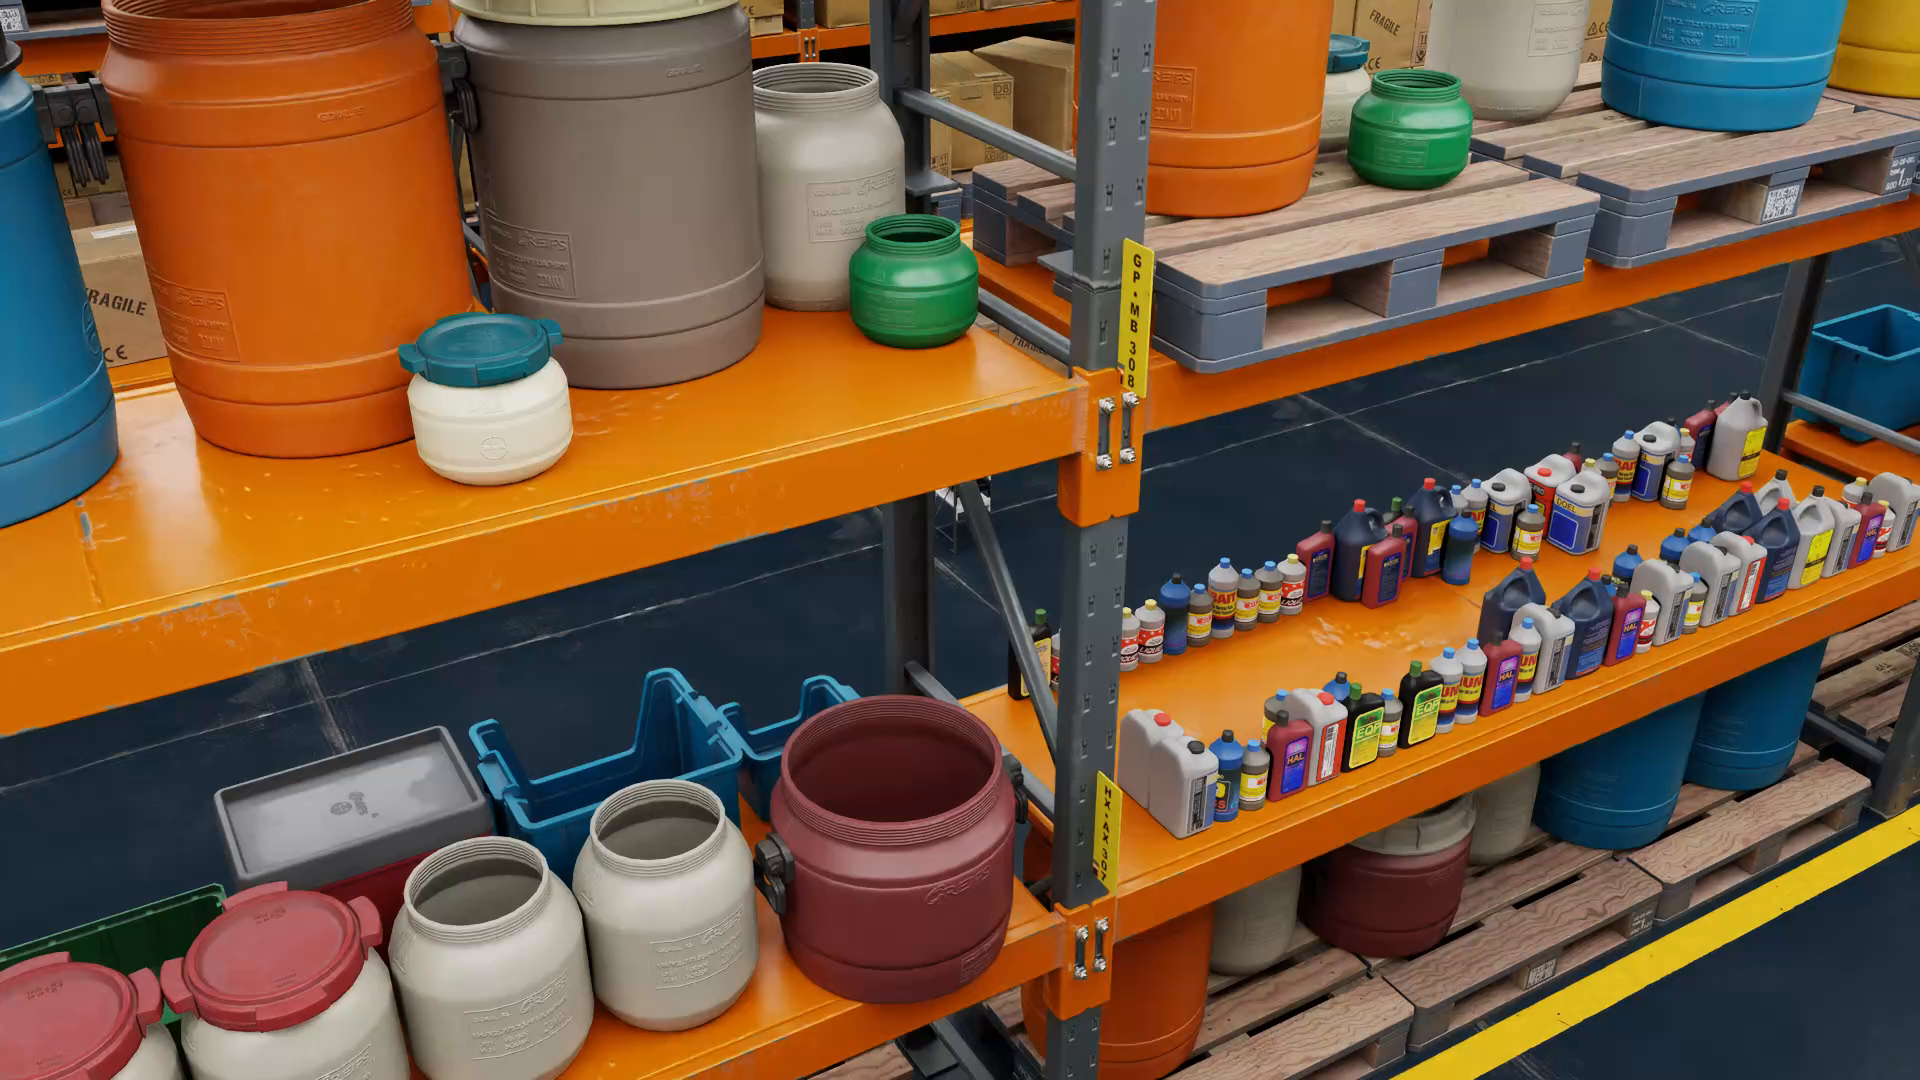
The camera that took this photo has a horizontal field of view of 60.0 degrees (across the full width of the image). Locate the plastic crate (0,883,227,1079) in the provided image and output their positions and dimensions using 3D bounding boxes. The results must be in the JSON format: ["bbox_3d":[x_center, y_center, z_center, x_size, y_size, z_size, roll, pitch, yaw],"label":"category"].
[{"bbox_3d":[-2.008,1.105,3.863,0.662,0.188,0.450,-16,33,-26],"label":"plastic crate"}]

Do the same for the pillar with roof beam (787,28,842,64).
[{"bbox_3d":[0.858,-5.894,10.117,0.400,9.000,9.100,-16,33,-26],"label":"pillar with roof beam"}]

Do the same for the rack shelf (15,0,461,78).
[{"bbox_3d":[-4.148,-1.996,6.903,4.000,0.370,1.077,-16,33,-26],"label":"rack shelf"}]

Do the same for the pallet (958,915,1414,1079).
[{"bbox_3d":[0.741,1.587,5.656,1.213,0.211,1.003,-16,33,-26],"label":"pallet"}]

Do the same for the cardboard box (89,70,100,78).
[{"bbox_3d":[-5.805,-3.519,11.464,0.500,0.500,0.700,-19,34,-31],"label":"cardboard box"}]

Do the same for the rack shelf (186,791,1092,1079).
[{"bbox_3d":[-1.642,1.381,3.887,4.000,0.370,1.077,-16,33,-26],"label":"rack shelf"}]

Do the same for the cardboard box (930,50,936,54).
[{"bbox_3d":[-0.337,-4.285,14.891,0.250,0.149,0.380,-17,33,-28],"label":"cardboard box"}]

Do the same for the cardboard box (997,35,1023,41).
[{"bbox_3d":[0.543,-4.535,15.344,0.250,0.149,0.380,-15,32,-26],"label":"cardboard box"}]

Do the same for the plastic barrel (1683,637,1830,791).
[{"bbox_3d":[3.053,0.458,6.552,0.708,0.901,0.600,-16,33,-26],"label":"plastic barrel"}]

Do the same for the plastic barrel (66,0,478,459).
[{"bbox_3d":[-1.300,-0.654,3.282,0.708,0.830,0.600,-16,33,-26],"label":"plastic barrel"}]

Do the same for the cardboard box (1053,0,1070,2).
[{"bbox_3d":[0.904,-5.328,14.990,0.700,0.700,0.980,-16,33,-27],"label":"cardboard box"}]

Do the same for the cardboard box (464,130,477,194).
[{"bbox_3d":[-3.478,-3.130,13.108,0.750,0.750,0.750,-16,33,-27],"label":"cardboard box"}]

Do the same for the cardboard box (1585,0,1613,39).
[{"bbox_3d":[4.229,-3.704,11.219,0.500,0.500,0.500,-16,33,-27],"label":"cardboard box"}]

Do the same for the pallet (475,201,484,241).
[{"bbox_3d":[-1.875,-1.599,8.741,1.003,0.211,1.213,-16,33,-26],"label":"pallet"}]

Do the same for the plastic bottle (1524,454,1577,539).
[{"bbox_3d":[2.141,-0.167,6.076,0.135,0.276,0.152,-16,33,-26],"label":"plastic bottle"}]

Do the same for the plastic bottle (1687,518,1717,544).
[{"bbox_3d":[2.526,0.050,5.687,0.097,0.271,0.097,0,29,0],"label":"plastic bottle"}]

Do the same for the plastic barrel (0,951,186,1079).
[{"bbox_3d":[-1.798,1.174,3.378,0.433,0.535,0.433,0,29,0],"label":"plastic barrel"}]

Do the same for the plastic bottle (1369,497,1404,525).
[{"bbox_3d":[1.475,-0.007,5.778,0.133,0.283,0.061,-16,33,-26],"label":"plastic bottle"}]

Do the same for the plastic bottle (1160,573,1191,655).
[{"bbox_3d":[0.690,0.231,5.359,0.097,0.271,0.097,0,29,0],"label":"plastic bottle"}]

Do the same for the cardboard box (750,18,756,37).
[{"bbox_3d":[-1.842,-4.156,13.416,0.250,0.149,0.380,-15,32,-25],"label":"cardboard box"}]

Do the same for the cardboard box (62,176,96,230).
[{"bbox_3d":[-6.448,-2.240,11.835,0.500,0.500,0.700,-16,33,-27],"label":"cardboard box"}]

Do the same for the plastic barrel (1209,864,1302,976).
[{"bbox_3d":[0.937,1.180,5.648,0.421,0.512,0.421,0,29,0],"label":"plastic barrel"}]

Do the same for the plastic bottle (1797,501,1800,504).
[{"bbox_3d":[2.961,-0.042,5.928,0.097,0.201,0.097,0,29,0],"label":"plastic bottle"}]

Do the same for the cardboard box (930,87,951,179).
[{"bbox_3d":[-0.467,-2.236,9.160,0.700,0.500,0.500,26,38,38],"label":"cardboard box"}]

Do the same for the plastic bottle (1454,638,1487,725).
[{"bbox_3d":[1.530,0.419,5.020,0.097,0.271,0.097,0,29,0],"label":"plastic bottle"}]

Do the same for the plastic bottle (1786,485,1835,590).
[{"bbox_3d":[2.904,-0.020,5.732,0.185,0.351,0.144,-16,33,-26],"label":"plastic bottle"}]

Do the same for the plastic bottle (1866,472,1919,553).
[{"bbox_3d":[3.355,-0.117,5.986,0.135,0.276,0.152,-16,33,-26],"label":"plastic bottle"}]

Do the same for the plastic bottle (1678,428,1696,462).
[{"bbox_3d":[2.793,-0.335,6.458,0.097,0.201,0.097,0,29,0],"label":"plastic bottle"}]

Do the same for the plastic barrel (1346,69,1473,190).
[{"bbox_3d":[1.112,-1.016,4.108,0.294,0.245,0.294,0,29,0],"label":"plastic barrel"}]

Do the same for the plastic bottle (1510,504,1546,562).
[{"bbox_3d":[2.020,-0.030,5.906,0.097,0.201,0.097,0,29,0],"label":"plastic bottle"}]

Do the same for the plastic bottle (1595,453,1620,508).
[{"bbox_3d":[2.426,-0.231,6.269,0.097,0.201,0.097,0,29,0],"label":"plastic bottle"}]

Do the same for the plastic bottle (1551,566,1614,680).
[{"bbox_3d":[1.955,0.250,5.243,0.185,0.351,0.144,-16,33,-26],"label":"plastic bottle"}]

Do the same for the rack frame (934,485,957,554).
[{"bbox_3d":[-0.081,-0.371,8.491,0.006,0.900,0.240,-16,33,-26],"label":"rack frame"}]

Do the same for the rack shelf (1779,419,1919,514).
[{"bbox_3d":[5.255,-0.577,7.436,4.000,0.370,1.077,-16,33,-26],"label":"rack shelf"}]

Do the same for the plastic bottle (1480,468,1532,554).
[{"bbox_3d":[1.941,-0.110,5.973,0.135,0.276,0.152,-16,33,-26],"label":"plastic bottle"}]

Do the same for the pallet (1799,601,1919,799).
[{"bbox_3d":[4.145,0.622,7.404,1.213,0.211,1.003,-16,33,-26],"label":"pallet"}]

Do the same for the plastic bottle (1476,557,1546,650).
[{"bbox_3d":[1.761,0.220,5.299,0.185,0.351,0.144,-16,33,-26],"label":"plastic bottle"}]

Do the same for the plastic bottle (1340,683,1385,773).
[{"bbox_3d":[1.157,0.529,4.807,0.133,0.283,0.061,-16,33,-26],"label":"plastic bottle"}]

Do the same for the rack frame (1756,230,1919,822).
[{"bbox_3d":[3.531,-0.402,6.375,0.127,3.000,1.000,-16,33,-26],"label":"rack frame"}]

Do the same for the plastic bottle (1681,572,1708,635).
[{"bbox_3d":[2.403,0.201,5.486,0.097,0.201,0.097,0,29,0],"label":"plastic bottle"}]

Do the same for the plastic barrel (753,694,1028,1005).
[{"bbox_3d":[-0.164,0.757,4.133,0.708,0.536,0.600,-16,33,-26],"label":"plastic barrel"}]

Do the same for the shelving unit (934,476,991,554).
[{"bbox_3d":[0.007,-0.396,8.536,0.210,0.900,0.258,-16,33,-26],"label":"shelving unit"}]

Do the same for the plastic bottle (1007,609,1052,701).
[{"bbox_3d":[0.215,0.351,5.130,0.133,0.283,0.061,-16,33,-26],"label":"plastic bottle"}]

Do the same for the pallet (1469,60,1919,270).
[{"bbox_3d":[1.928,-1.122,4.769,1.213,0.211,1.003,-16,33,-26],"label":"pallet"}]

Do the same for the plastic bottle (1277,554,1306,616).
[{"bbox_3d":[1.110,0.143,5.592,0.097,0.201,0.097,0,29,0],"label":"plastic bottle"}]

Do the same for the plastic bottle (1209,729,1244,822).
[{"bbox_3d":[0.733,0.645,4.610,0.097,0.271,0.097,0,29,0],"label":"plastic bottle"}]
